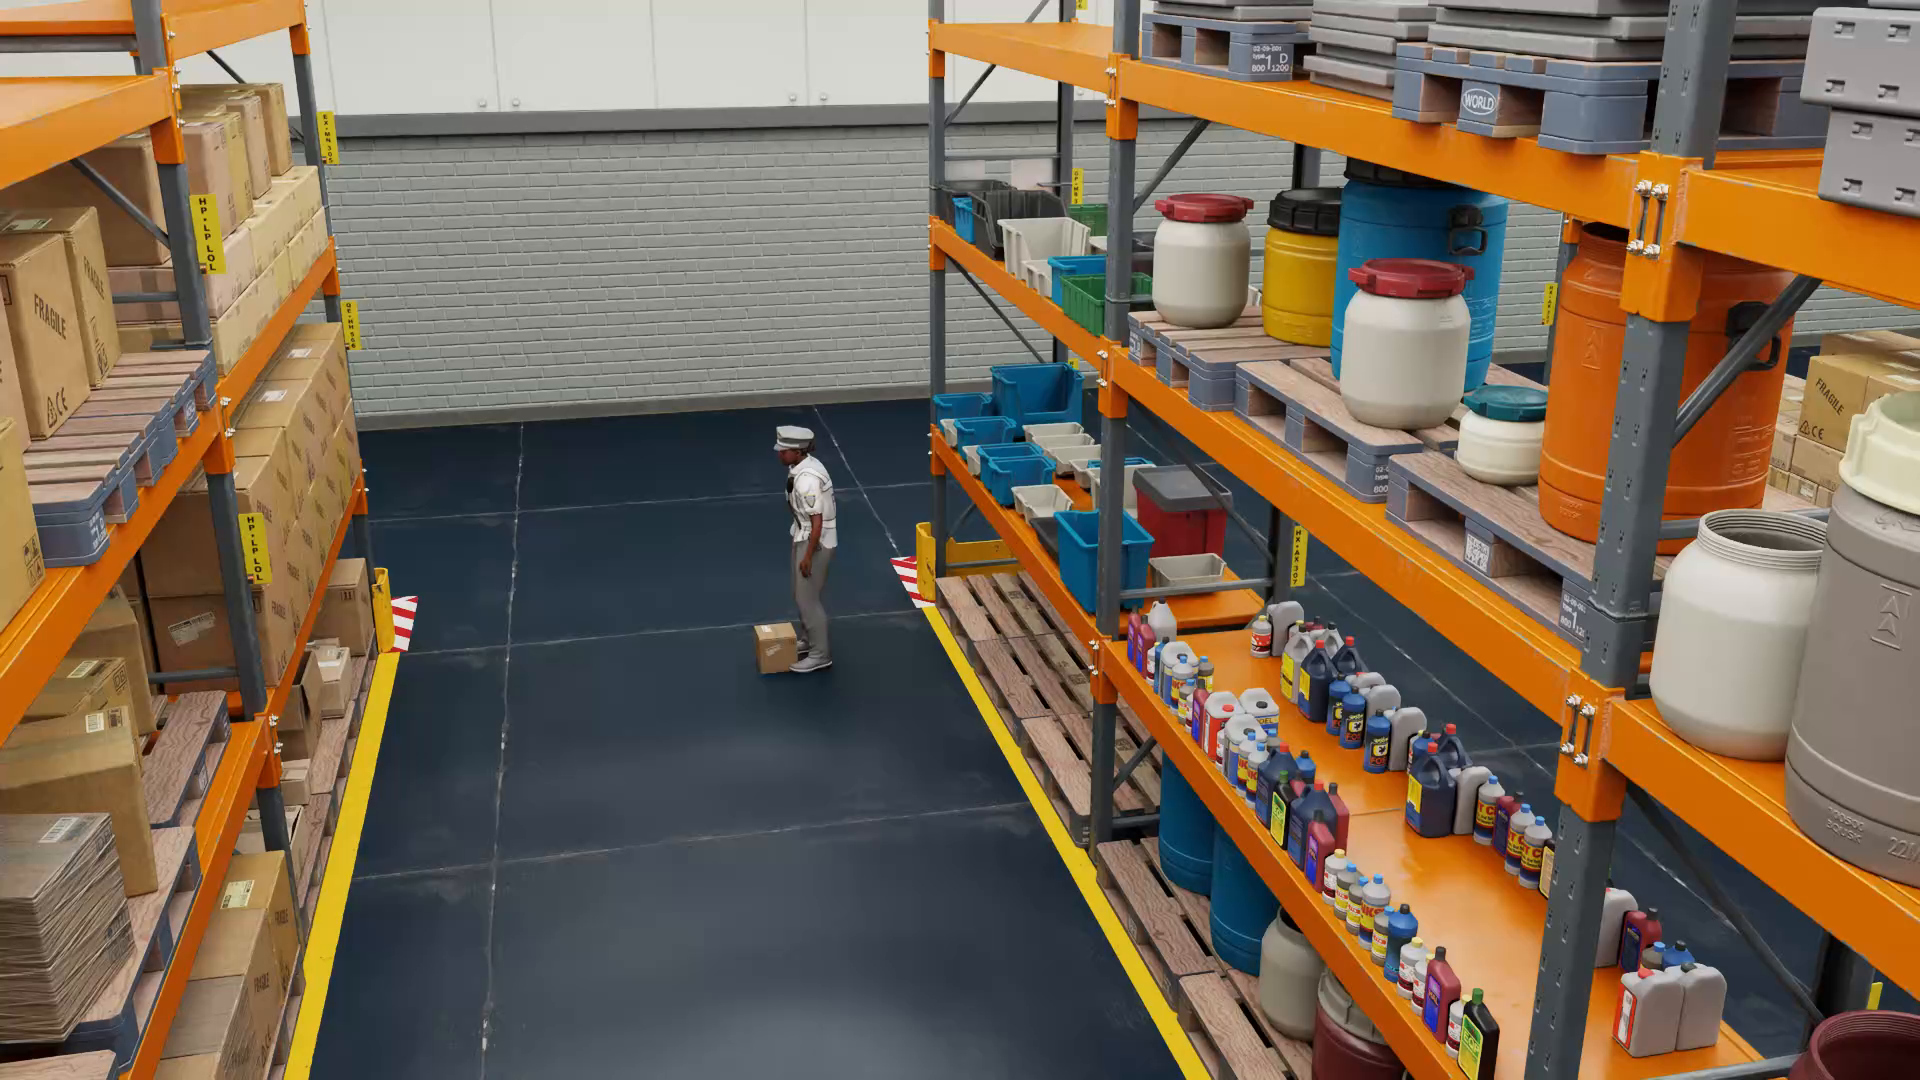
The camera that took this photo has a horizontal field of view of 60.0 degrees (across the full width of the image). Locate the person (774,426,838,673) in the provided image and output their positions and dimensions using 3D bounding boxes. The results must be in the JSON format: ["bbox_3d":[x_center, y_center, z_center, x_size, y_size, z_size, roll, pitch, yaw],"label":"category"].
[{"bbox_3d":[-1.015,0.043,11.038,0.393,1.660,0.507,-4,20,-12],"label":"person"}]
